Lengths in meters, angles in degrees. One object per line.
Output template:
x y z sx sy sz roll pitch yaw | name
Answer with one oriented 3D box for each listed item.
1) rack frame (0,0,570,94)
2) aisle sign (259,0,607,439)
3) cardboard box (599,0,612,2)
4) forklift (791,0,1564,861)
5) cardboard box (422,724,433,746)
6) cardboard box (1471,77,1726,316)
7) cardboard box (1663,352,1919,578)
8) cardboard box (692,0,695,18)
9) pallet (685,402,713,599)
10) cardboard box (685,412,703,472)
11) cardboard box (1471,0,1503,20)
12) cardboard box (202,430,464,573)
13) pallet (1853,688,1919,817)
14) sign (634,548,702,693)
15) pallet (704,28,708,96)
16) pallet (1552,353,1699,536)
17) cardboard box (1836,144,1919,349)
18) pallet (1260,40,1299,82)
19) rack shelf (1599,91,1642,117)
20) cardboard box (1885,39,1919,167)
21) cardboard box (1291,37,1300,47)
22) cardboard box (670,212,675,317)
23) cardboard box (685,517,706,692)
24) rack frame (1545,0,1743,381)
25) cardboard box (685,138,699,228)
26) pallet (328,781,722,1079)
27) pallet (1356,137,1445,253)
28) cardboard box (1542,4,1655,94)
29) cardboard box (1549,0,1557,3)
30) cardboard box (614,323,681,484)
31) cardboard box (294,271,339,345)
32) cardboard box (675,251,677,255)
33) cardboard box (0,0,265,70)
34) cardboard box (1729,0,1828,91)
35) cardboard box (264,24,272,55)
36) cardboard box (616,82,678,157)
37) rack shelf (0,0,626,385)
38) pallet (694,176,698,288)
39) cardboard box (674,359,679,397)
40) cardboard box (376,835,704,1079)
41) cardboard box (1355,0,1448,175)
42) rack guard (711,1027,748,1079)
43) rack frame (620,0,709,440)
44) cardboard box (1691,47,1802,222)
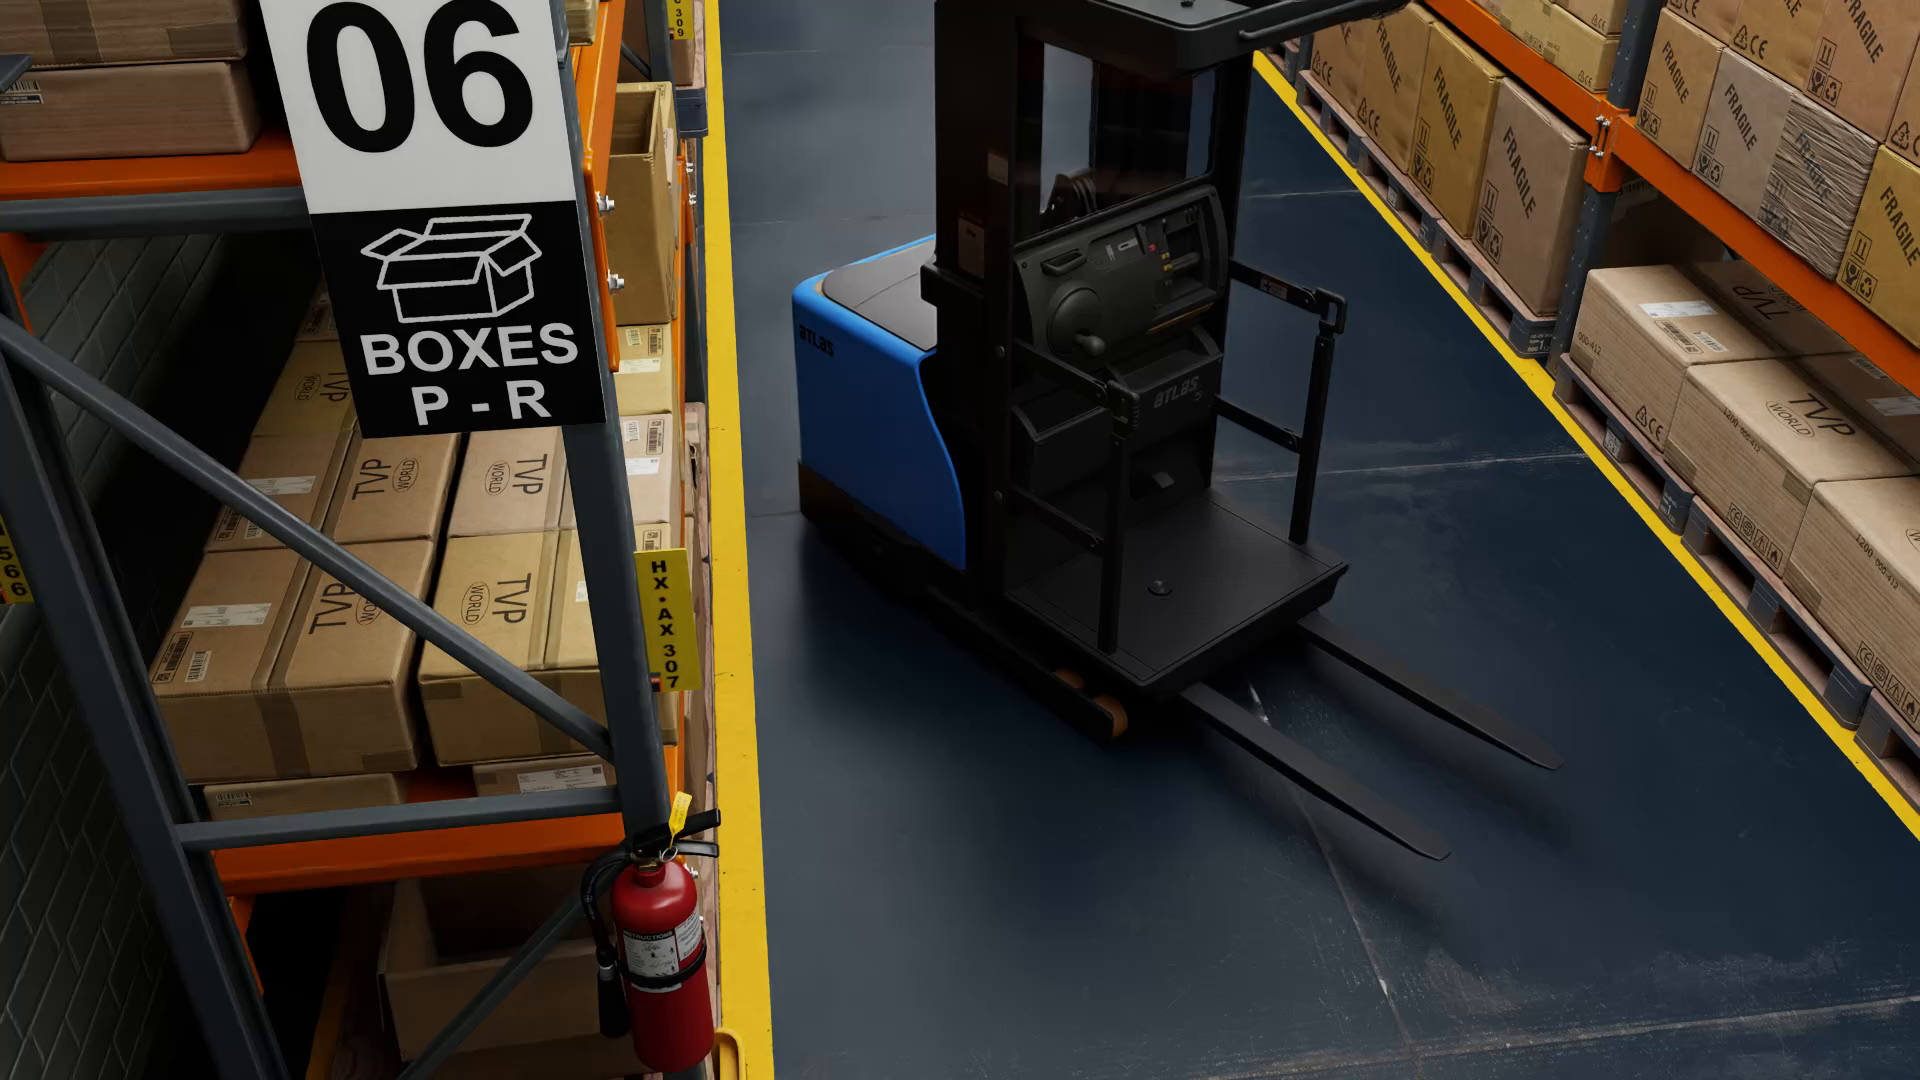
-1.082 -1.927 1.586 1.000 3.000 0.127 -4 35 -6 | rack frame
-0.782 -0.506 2.520 0.394 0.787 0.004 -4 35 -6 | aisle sign
-0.905 -1.214 3.428 0.380 0.149 0.250 -4 34 -5 | cardboard box
0.691 -0.839 5.378 1.130 2.935 3.031 -26 42 -33 | forklift
-1.366 0.345 3.803 0.380 0.149 0.250 -3 34 -5 | cardboard box
3.135 -1.693 8.085 0.875 0.875 0.875 -3 34 -5 | cardboard box
3.397 -0.314 6.450 0.875 0.438 0.875 -5 35 -8 | cardboard box
-1.533 -2.470 7.250 0.700 0.500 0.500 -4 34 -6 | cardboard box
-1.529 -0.144 6.774 1.003 0.211 1.213 -4 35 -6 | pallet
-1.254 -0.386 6.812 0.380 0.149 0.250 -5 35 -8 | cardboard box
2.871 -2.794 8.320 0.500 0.250 0.500 -5 35 -8 | cardboard box
-1.475 -0.033 4.004 0.500 0.250 0.500 -4 35 -6 | cardboard box
3.651 0.887 5.262 1.003 0.211 1.213 -4 35 -6 | pallet
-0.545 0.154 3.092 0.100 0.325 0.005 -4 35 -6 | sign
-2.230 -3.222 11.290 1.003 0.211 1.213 -4 35 -6 | pallet
3.323 -0.475 7.260 1.003 0.211 1.213 -4 35 -6 | pallet
3.295 -0.971 5.422 0.500 0.500 0.500 -3 34 -5 | cardboard box
2.656 -3.574 11.806 1.003 0.211 1.213 -4 35 -6 | pallet
3.029 -2.957 8.891 0.919 0.124 3.809 -4 35 -6 | rack shelf
3.307 -1.377 5.131 0.500 0.500 0.500 -5 35 -7 | cardboard box
2.694 -3.693 11.467 0.950 0.372 0.625 -7 35 -10 | cardboard box
-1.174 -0.917 5.301 0.500 0.250 0.500 -5 35 -7 | cardboard box
-1.119 0.281 5.521 0.500 0.500 0.500 -4 34 -5 | cardboard box
3.298 -2.058 7.106 1.000 3.000 0.127 -4 35 -6 | rack frame
-1.670 -1.972 8.827 0.500 0.500 0.500 -6 35 -8 | cardboard box
-1.201 1.218 4.776 1.003 0.211 1.213 -4 35 -6 | pallet
2.952 -2.013 9.516 1.003 0.211 1.213 -4 35 -6 | pallet
2.988 -2.227 7.487 0.500 0.250 0.500 -5 35 -8 | cardboard box
2.923 -2.708 7.750 0.500 0.250 0.500 -4 34 -5 | cardboard box
-1.016 -0.346 4.463 0.500 0.250 0.500 -5 35 -7 | cardboard box
-1.607 -0.601 4.838 0.500 0.250 0.500 -4 35 -6 | cardboard box
-1.212 -1.130 5.968 0.380 0.149 0.250 -4 34 -5 | cardboard box
-1.412 -0.976 2.723 0.500 0.250 0.500 -5 35 -7 | cardboard box
3.184 -1.946 5.965 0.500 0.500 0.500 -5 35 -7 | cardboard box
-1.451 -0.887 2.947 0.380 0.149 0.250 -4 34 -6 | cardboard box
-1.310 -1.475 6.120 0.500 0.250 0.500 -4 34 -5 | cardboard box
-1.351 -1.506 4.271 1.077 0.370 4.000 -4 35 -6 | rack shelf
-1.934 -1.661 8.999 1.003 0.211 1.213 -4 35 -6 | pallet
-1.034 -0.416 4.920 0.380 0.149 0.250 -4 34 -5 | cardboard box
-1.071 1.062 4.372 0.797 0.503 0.637 -6 35 -8 | cardboard box
2.886 -2.696 9.556 0.875 0.875 0.875 -4 34 -6 | cardboard box
-1.093 1.543 4.042 1.175 0.500 0.348 -4 35 -6 | rack guard
-1.620 -1.680 6.551 1.000 3.000 0.127 -4 35 -6 | rack frame
3.165 -1.536 6.252 0.500 0.500 0.500 -4 34 -6 | cardboard box
